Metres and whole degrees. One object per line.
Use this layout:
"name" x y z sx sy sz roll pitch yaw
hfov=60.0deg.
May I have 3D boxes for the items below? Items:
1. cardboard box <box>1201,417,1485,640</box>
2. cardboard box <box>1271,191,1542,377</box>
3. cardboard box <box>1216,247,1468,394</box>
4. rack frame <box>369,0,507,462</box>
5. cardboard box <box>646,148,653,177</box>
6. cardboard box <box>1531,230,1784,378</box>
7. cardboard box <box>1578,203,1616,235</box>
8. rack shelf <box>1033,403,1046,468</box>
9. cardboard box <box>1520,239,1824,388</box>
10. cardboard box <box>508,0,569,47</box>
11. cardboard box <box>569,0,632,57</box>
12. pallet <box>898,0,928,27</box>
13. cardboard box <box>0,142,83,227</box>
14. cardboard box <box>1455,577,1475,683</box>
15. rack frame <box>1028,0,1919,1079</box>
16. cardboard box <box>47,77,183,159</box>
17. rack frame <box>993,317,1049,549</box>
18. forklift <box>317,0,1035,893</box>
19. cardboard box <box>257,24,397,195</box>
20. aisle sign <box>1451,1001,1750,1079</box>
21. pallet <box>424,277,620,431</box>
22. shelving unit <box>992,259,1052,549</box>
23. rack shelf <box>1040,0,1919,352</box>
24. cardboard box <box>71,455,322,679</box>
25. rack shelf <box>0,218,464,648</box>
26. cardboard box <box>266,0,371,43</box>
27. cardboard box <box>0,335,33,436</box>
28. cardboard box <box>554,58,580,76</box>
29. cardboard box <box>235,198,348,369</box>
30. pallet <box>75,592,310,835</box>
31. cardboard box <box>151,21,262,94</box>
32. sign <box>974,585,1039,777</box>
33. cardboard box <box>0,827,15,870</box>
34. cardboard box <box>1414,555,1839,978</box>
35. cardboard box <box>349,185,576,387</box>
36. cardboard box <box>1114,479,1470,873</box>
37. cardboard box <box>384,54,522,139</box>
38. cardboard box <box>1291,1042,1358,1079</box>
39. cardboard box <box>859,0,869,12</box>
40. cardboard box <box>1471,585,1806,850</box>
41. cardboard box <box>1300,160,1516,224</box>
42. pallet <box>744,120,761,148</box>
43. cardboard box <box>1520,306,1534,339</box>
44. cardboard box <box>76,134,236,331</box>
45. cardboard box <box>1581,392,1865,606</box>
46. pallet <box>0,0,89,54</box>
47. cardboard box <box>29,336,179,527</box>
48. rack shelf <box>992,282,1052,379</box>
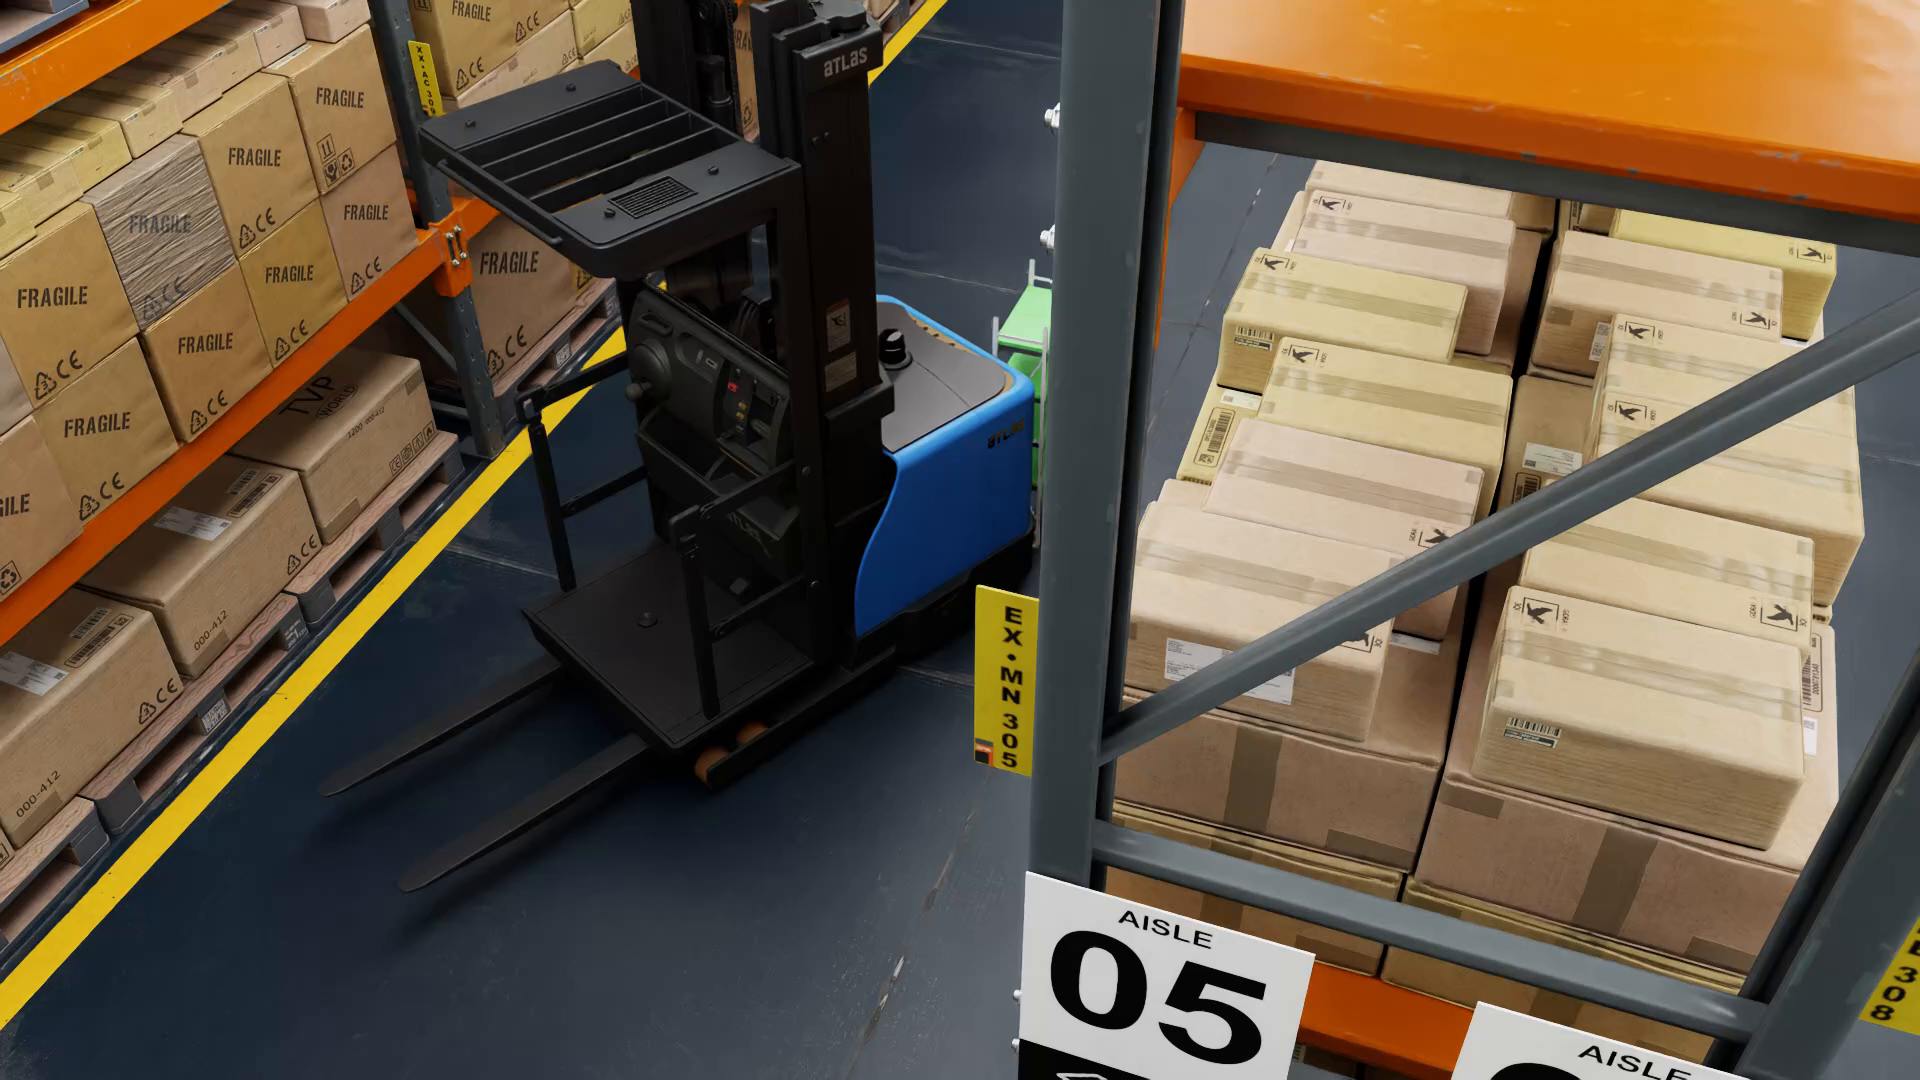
"cardboard box" 0.576 -0.023 2.531 0.380 0.149 0.250 14 42 16
"cardboard box" 0.852 -0.431 3.317 0.500 0.250 0.500 14 42 16
"cardboard box" 0.671 -0.360 2.926 0.380 0.149 0.250 14 42 16
"rack frame" -2.737 -1.672 7.352 1.000 3.000 0.127 13 42 15
"cardboard box" -1.992 -2.517 9.656 0.875 0.875 0.875 14 42 16
"cardboard box" 1.245 -0.398 2.971 0.380 0.149 0.250 14 43 16
"cardboard box" 1.465 -0.709 3.336 0.380 0.149 0.250 15 43 17
"rack shelf" 0.337 -0.547 7.519 0.258 0.148 0.480 13 42 15
"cardboard box" 1.338 -0.304 3.168 0.500 0.250 0.500 14 42 16
"cardboard box" -2.168 -2.611 7.606 0.500 0.500 0.500 13 42 15
"cardboard box" -1.972 -2.637 8.214 0.500 0.250 0.500 14 42 16
"pallet" -0.681 -4.269 12.544 1.003 0.211 1.213 13 42 15
"cardboard box" -3.109 -1.160 5.405 0.380 0.149 0.250 13 42 15
"cardboard box" 1.160 0.183 2.982 0.500 0.250 0.500 15 43 16
"rack frame" 0.582 -0.478 1.330 1.000 3.000 0.127 13 42 15
"cardboard box" -2.951 -1.473 5.772 0.380 0.149 0.250 13 42 15
"rack frame" 0.254 -0.447 7.303 0.240 1.200 0.015 13 42 15
"forklift" -1.095 -0.524 6.060 3.031 2.935 1.130 -31 49 -31
"cardboard box" -2.638 -1.741 6.586 0.500 0.500 0.500 13 42 15
"aisle sign" 0.839 0.927 2.303 0.394 0.787 0.004 13 42 15
"pallet" -2.544 -1.099 8.829 1.003 0.211 1.213 13 42 15
"shelving unit" 0.337 -0.596 7.477 0.258 1.200 0.503 13 42 15
"rack shelf" 1.266 -1.422 2.994 1.077 0.370 4.000 13 42 15
"cardboard box" -3.358 0.048 6.987 0.875 0.438 0.875 12 42 14
"rack shelf" -3.420 -0.179 6.156 1.077 0.370 4.000 13 42 15
"cardboard box" -2.543 -2.079 6.482 0.380 0.149 0.250 12 42 14
"cardboard box" -3.334 -0.513 5.146 0.500 0.500 0.500 13 42 15
"cardboard box" -2.162 -2.141 8.017 0.500 0.250 0.500 12 42 14
"cardboard box" -2.826 -1.055 6.553 0.500 0.500 0.500 12 42 14
"pallet" -3.486 0.582 6.859 1.003 0.211 1.213 13 42 15
"cardboard box" -2.829 -1.792 6.146 0.380 0.149 0.250 13 42 15
"sign" 0.067 0.191 2.175 0.100 0.325 0.005 13 42 15
"cardboard box" -3.973 1.158 5.686 0.875 0.438 0.875 12 42 14
"cardboard box" 0.980 0.314 2.443 0.500 0.250 0.500 14 42 16
"cardboard box" -2.600 -1.419 8.370 0.875 0.875 0.875 15 43 16
"cardboard box" 0.500 0.193 2.586 0.500 0.250 0.500 12 42 14
"cardboard box" -2.321 -2.011 7.480 0.500 0.250 0.500 12 42 14
"cardboard box" 0.505 0.939 3.216 0.500 0.500 0.500 12 42 14
"cardboard box" -1.166 -3.614 11.330 0.950 0.372 0.625 11 42 12
"cardboard box" 0.907 0.232 2.233 0.380 0.149 0.250 13 42 15
"cardboard box" 0.887 -0.663 3.282 0.380 0.149 0.250 14 42 16
"pallet" -1.709 -2.587 10.573 1.003 0.211 1.213 13 42 15
"cardboard box" 1.510 -0.446 3.720 0.500 0.250 0.500 13 42 15
"cardboard box" -2.985 -1.121 5.859 0.500 0.500 0.500 14 42 16
"cardboard box" 1.172 -0.069 2.586 0.380 0.149 0.250 13 42 15
"pallet" -3.445 -1.541 4.956 1.003 0.211 1.213 13 42 15
"cardboard box" -3.177 -0.430 5.819 0.500 0.500 0.500 15 43 17
"rack shelf" 0.337 -0.912 7.207 0.258 0.148 0.480 13 42 15
